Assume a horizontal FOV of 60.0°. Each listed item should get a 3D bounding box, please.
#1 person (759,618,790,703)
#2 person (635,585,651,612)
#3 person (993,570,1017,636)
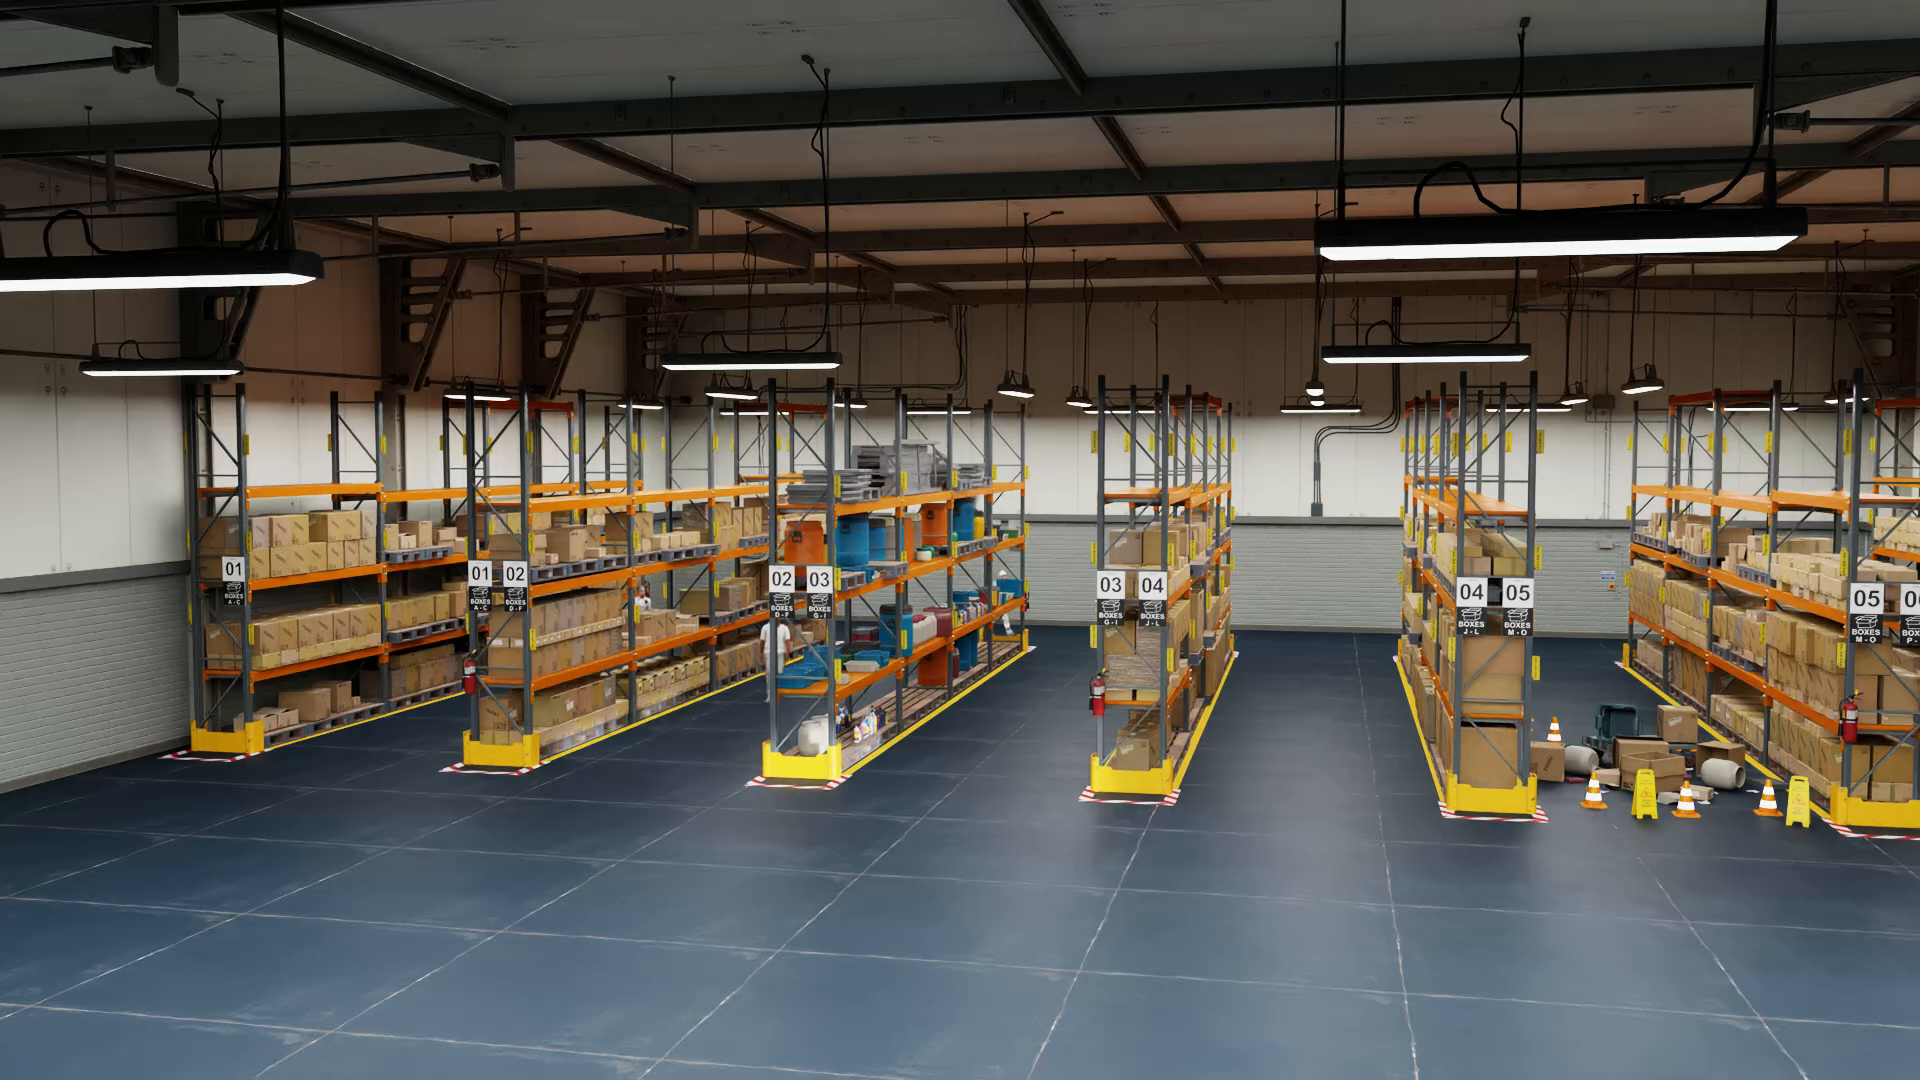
[{"bbox_3d":[-3.623,2.269,32.658,0.600,1.750,0.772,-1,3,-10],"label":"person"},{"bbox_3d":[-7.624,1.892,39.693,0.469,1.635,1.002,0,3,0],"label":"person"},{"bbox_3d":[1.083,1.655,43.538,1.143,1.731,0.505,2,4,30],"label":"person"}]
